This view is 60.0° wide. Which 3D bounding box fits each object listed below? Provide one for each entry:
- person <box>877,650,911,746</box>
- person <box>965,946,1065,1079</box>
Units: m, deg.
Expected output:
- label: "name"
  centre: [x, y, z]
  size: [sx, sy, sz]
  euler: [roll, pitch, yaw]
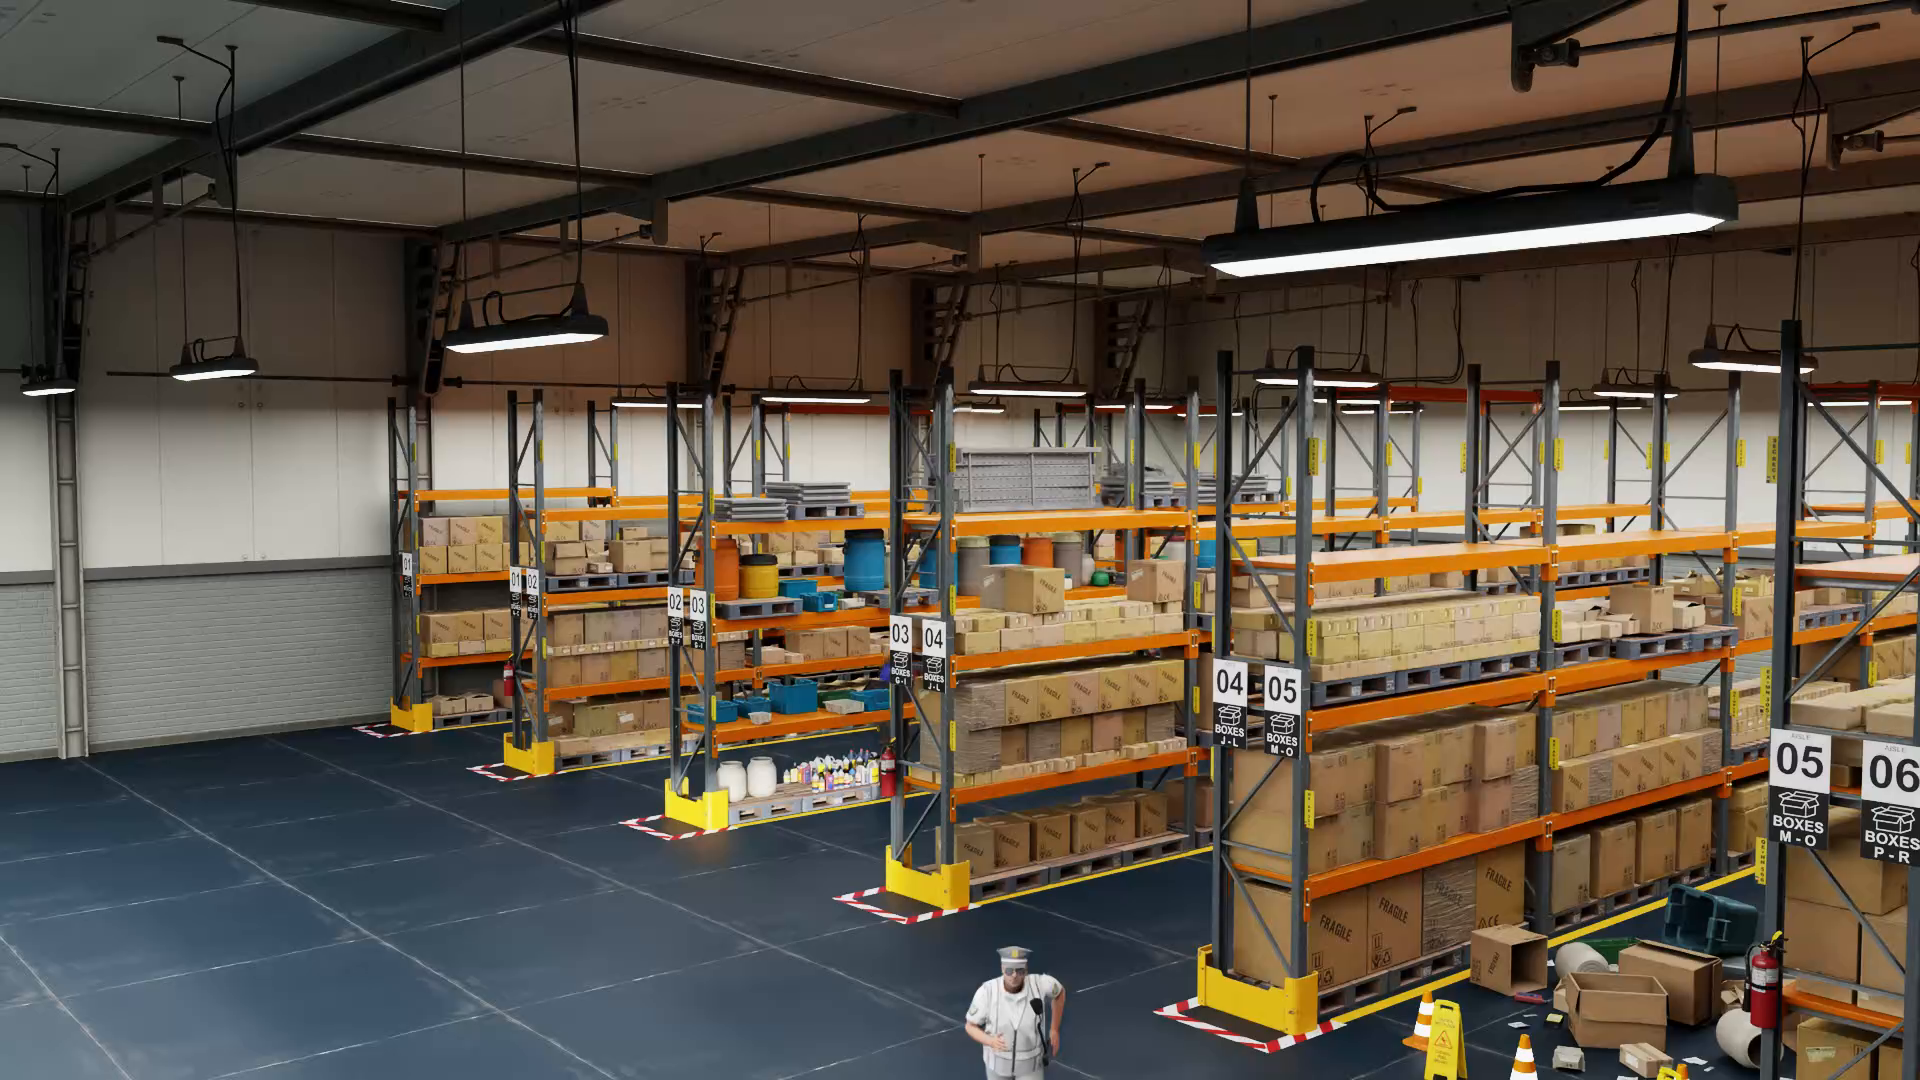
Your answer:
- label: "person"
  centre: [-1.143, 2.648, 28.081]
  size: [0.619, 1.593, 0.650]
  euler: [3, 5, 43]
- label: "person"
  centre: [0.385, 3.650, 11.488]
  size: [0.677, 1.822, 0.952]
  euler: [0, 3, 4]
